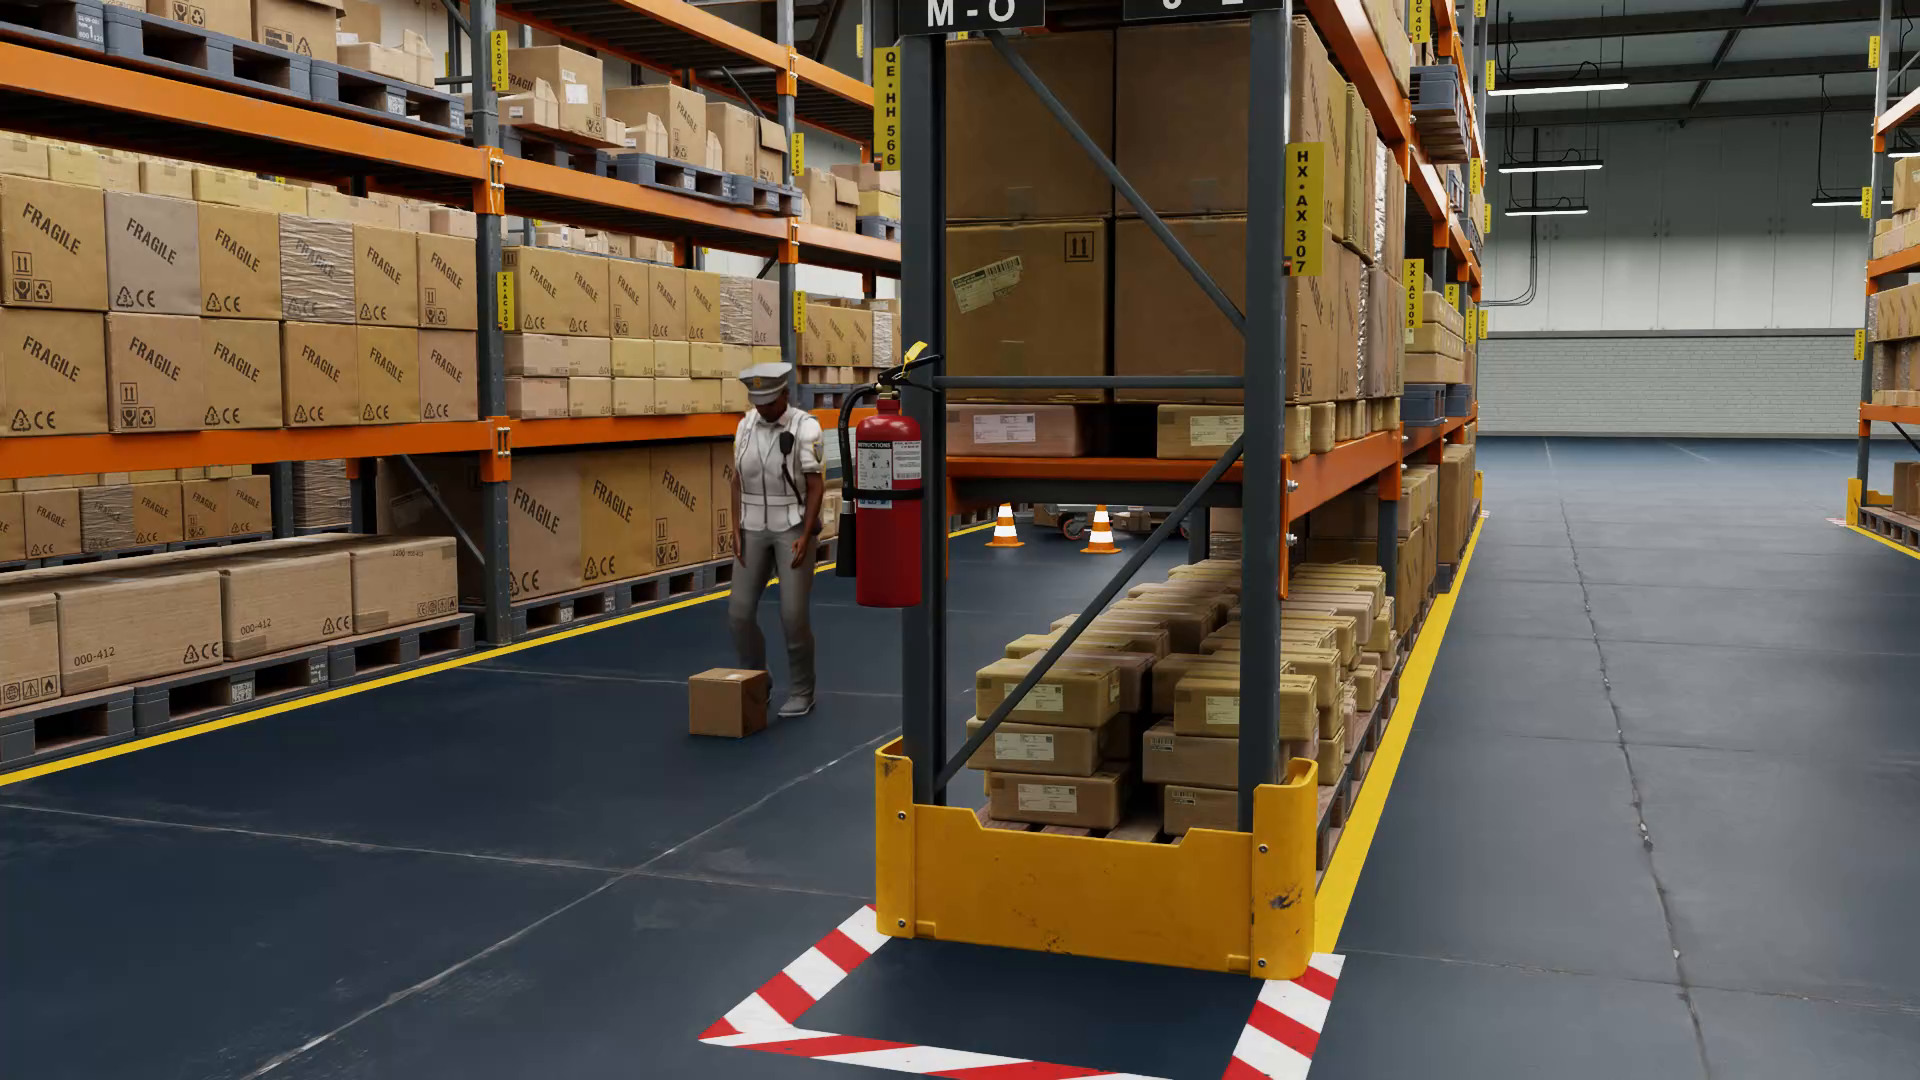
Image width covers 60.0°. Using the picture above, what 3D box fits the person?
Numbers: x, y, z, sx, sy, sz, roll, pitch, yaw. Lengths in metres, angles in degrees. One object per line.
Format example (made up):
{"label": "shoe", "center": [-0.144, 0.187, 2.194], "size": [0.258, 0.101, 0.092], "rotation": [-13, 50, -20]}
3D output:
{"label": "person", "center": [-0.835, -0.004, 7.621], "size": [0.461, 1.615, 0.460], "rotation": [2, 6, 20]}
